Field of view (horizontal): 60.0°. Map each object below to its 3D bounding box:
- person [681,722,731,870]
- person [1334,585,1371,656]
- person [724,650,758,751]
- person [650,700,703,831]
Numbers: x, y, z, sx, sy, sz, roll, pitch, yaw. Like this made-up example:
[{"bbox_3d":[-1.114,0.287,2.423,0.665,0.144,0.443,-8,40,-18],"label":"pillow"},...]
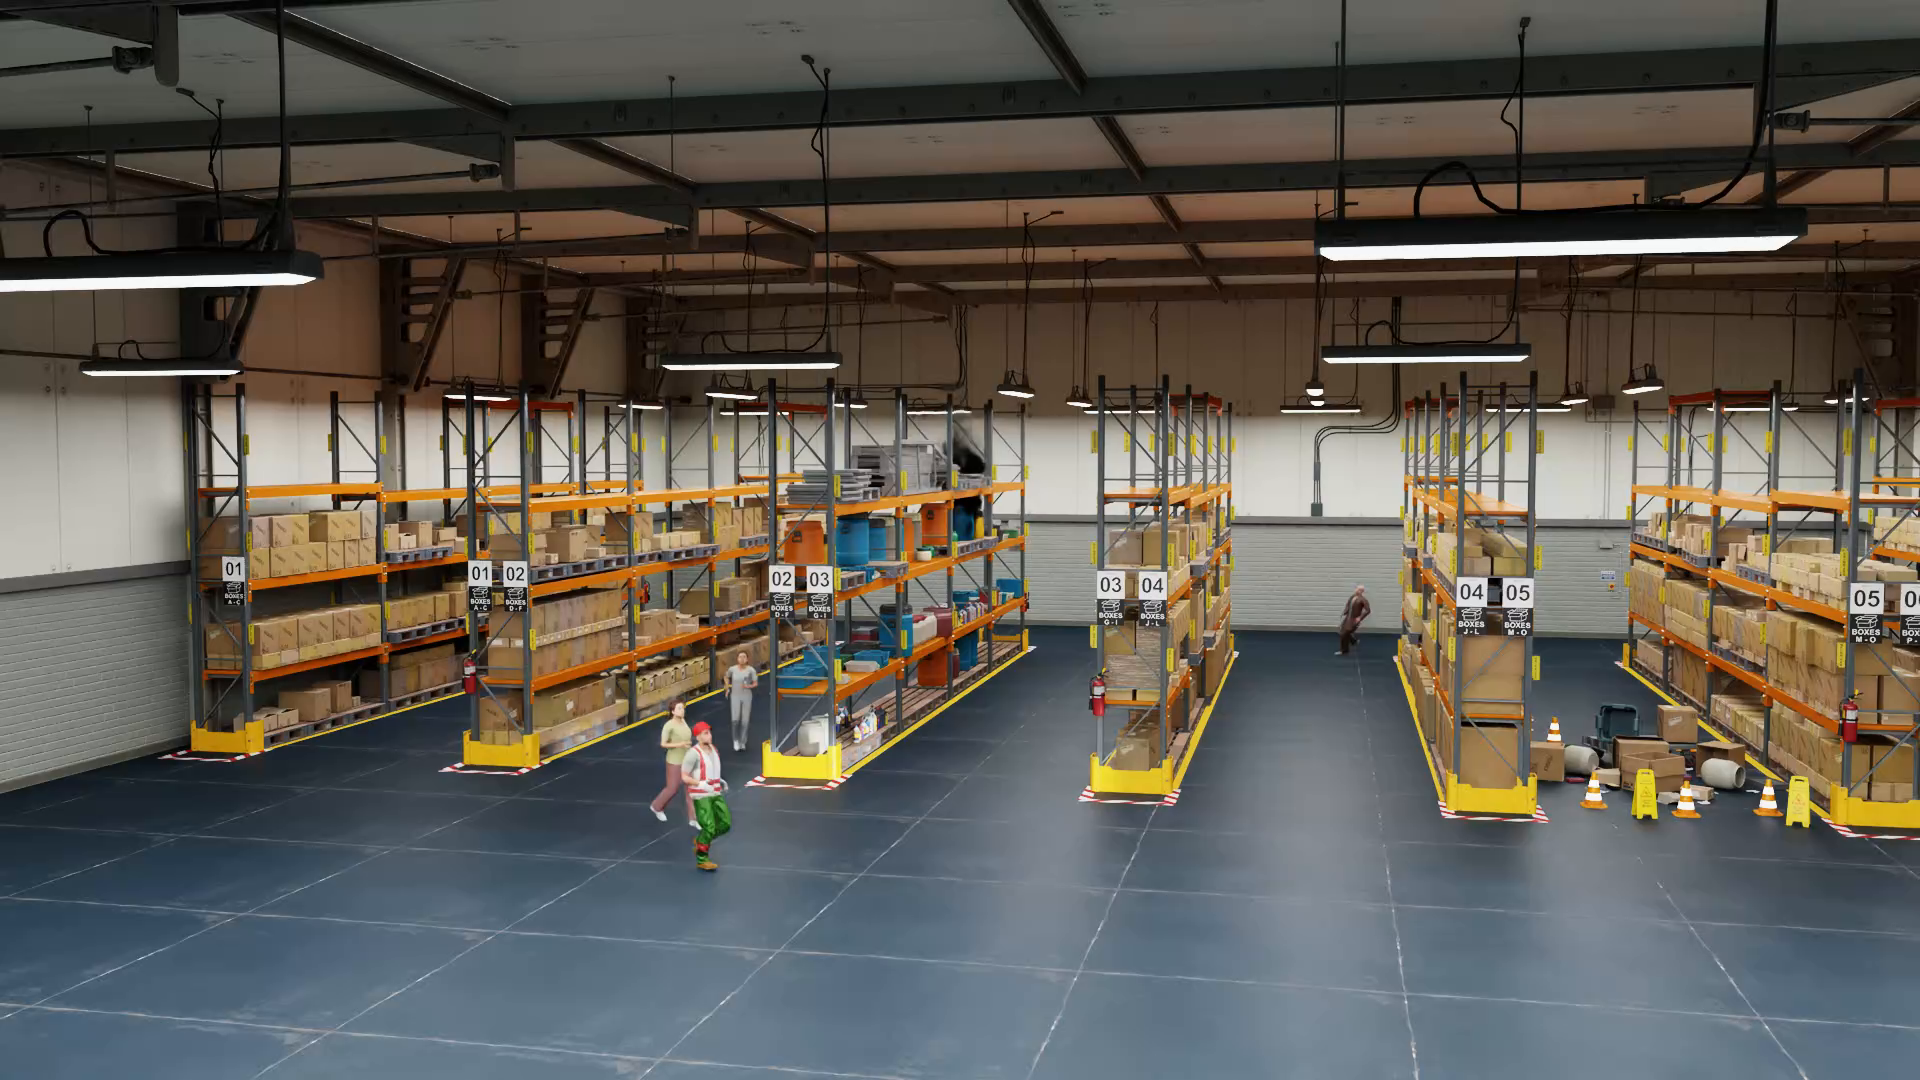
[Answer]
[{"bbox_3d":[-2.970,3.008,19.577,0.605,1.739,0.650,2,4,36],"label":"person"},{"bbox_3d":[9.269,1.907,39.276,0.692,1.687,0.776,-1,3,-19],"label":"person"},{"bbox_3d":[-3.568,2.612,27.083,0.552,1.639,0.613,0,3,-7],"label":"person"},{"bbox_3d":[-3.667,2.905,21.613,0.951,1.673,0.574,2,4,36],"label":"person"}]
